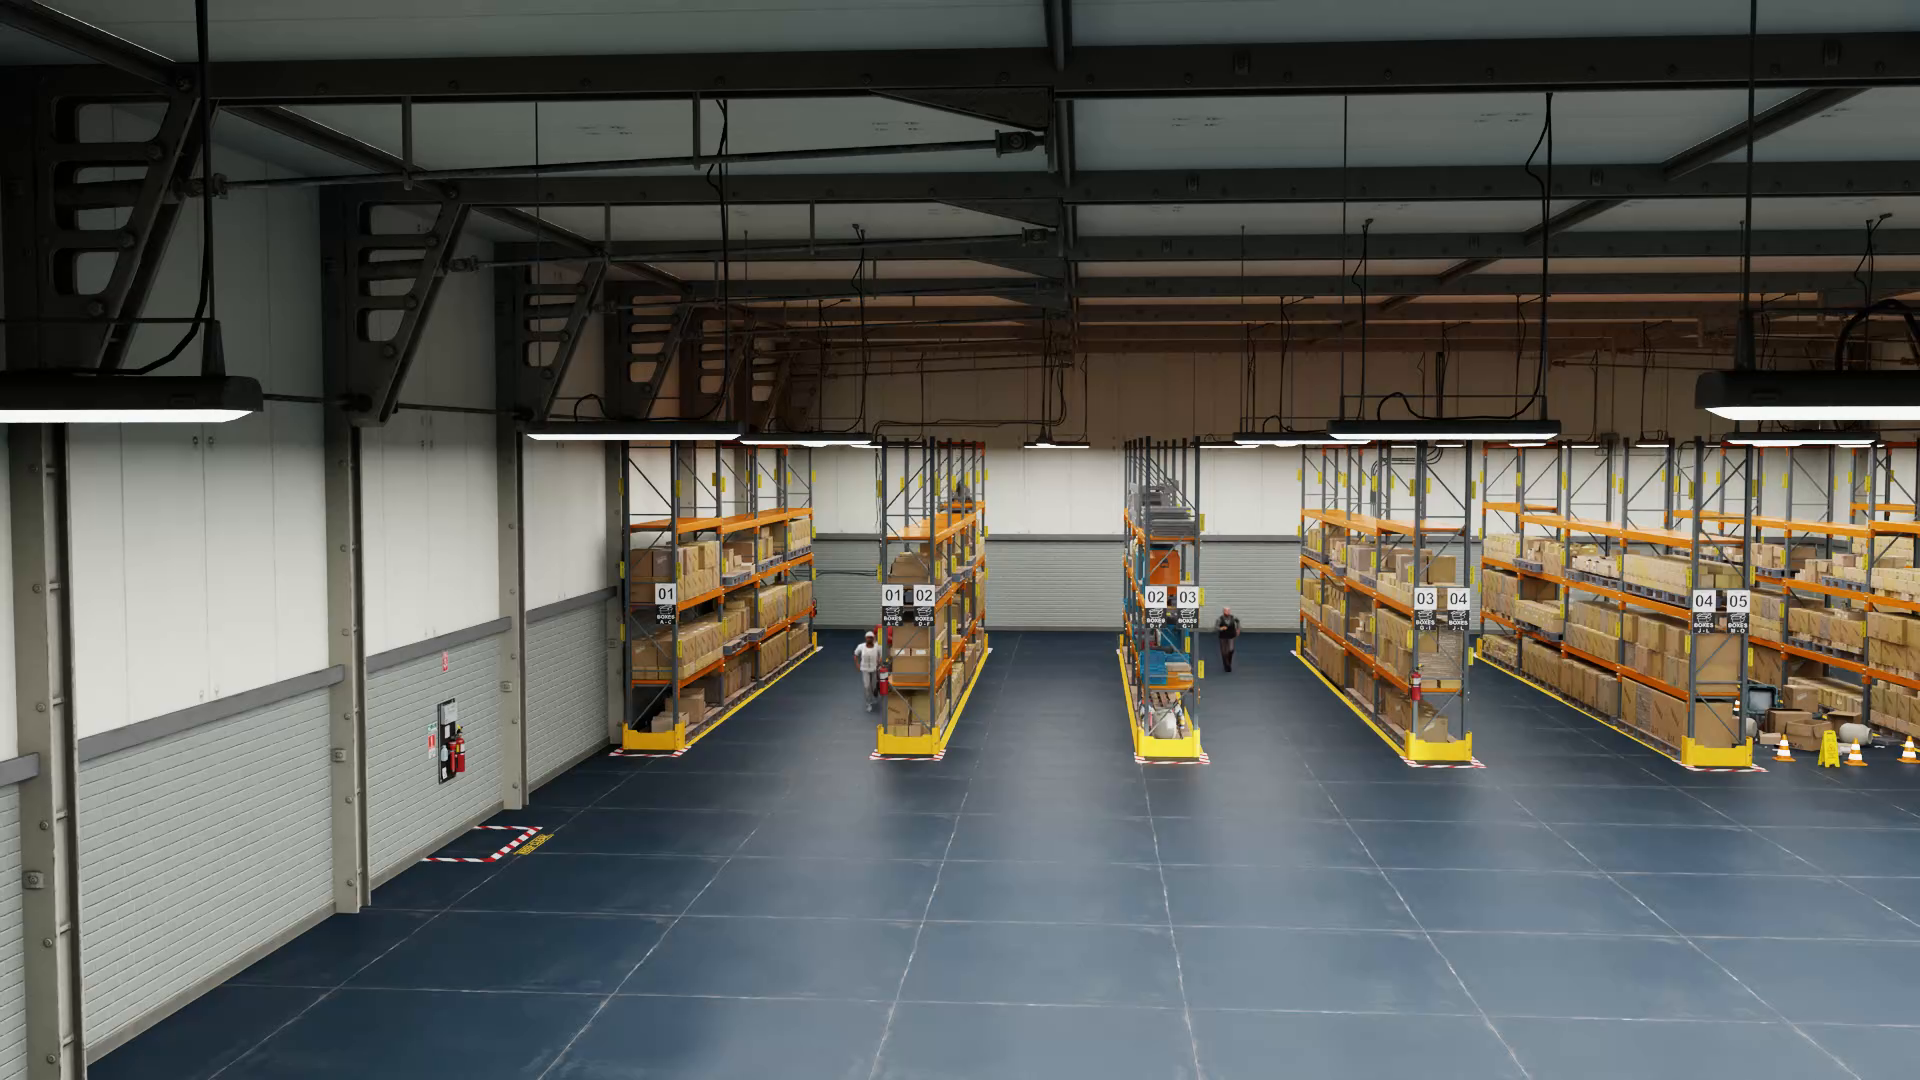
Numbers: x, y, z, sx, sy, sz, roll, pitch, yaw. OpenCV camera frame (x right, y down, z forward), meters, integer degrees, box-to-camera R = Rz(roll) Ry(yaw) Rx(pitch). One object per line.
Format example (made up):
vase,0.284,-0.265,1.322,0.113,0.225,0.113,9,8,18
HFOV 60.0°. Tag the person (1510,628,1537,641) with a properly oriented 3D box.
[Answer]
person,16.036,2.287,47.588,0.963,1.782,0.680,0,3,8

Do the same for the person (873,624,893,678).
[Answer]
person,-1.806,2.694,40.418,0.643,1.780,0.864,0,3,-3

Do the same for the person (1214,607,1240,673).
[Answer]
person,6.902,2.570,42.932,0.681,1.719,0.812,0,3,4

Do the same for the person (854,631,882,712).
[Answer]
person,-2.003,2.890,36.868,0.723,1.747,0.765,0,3,0
